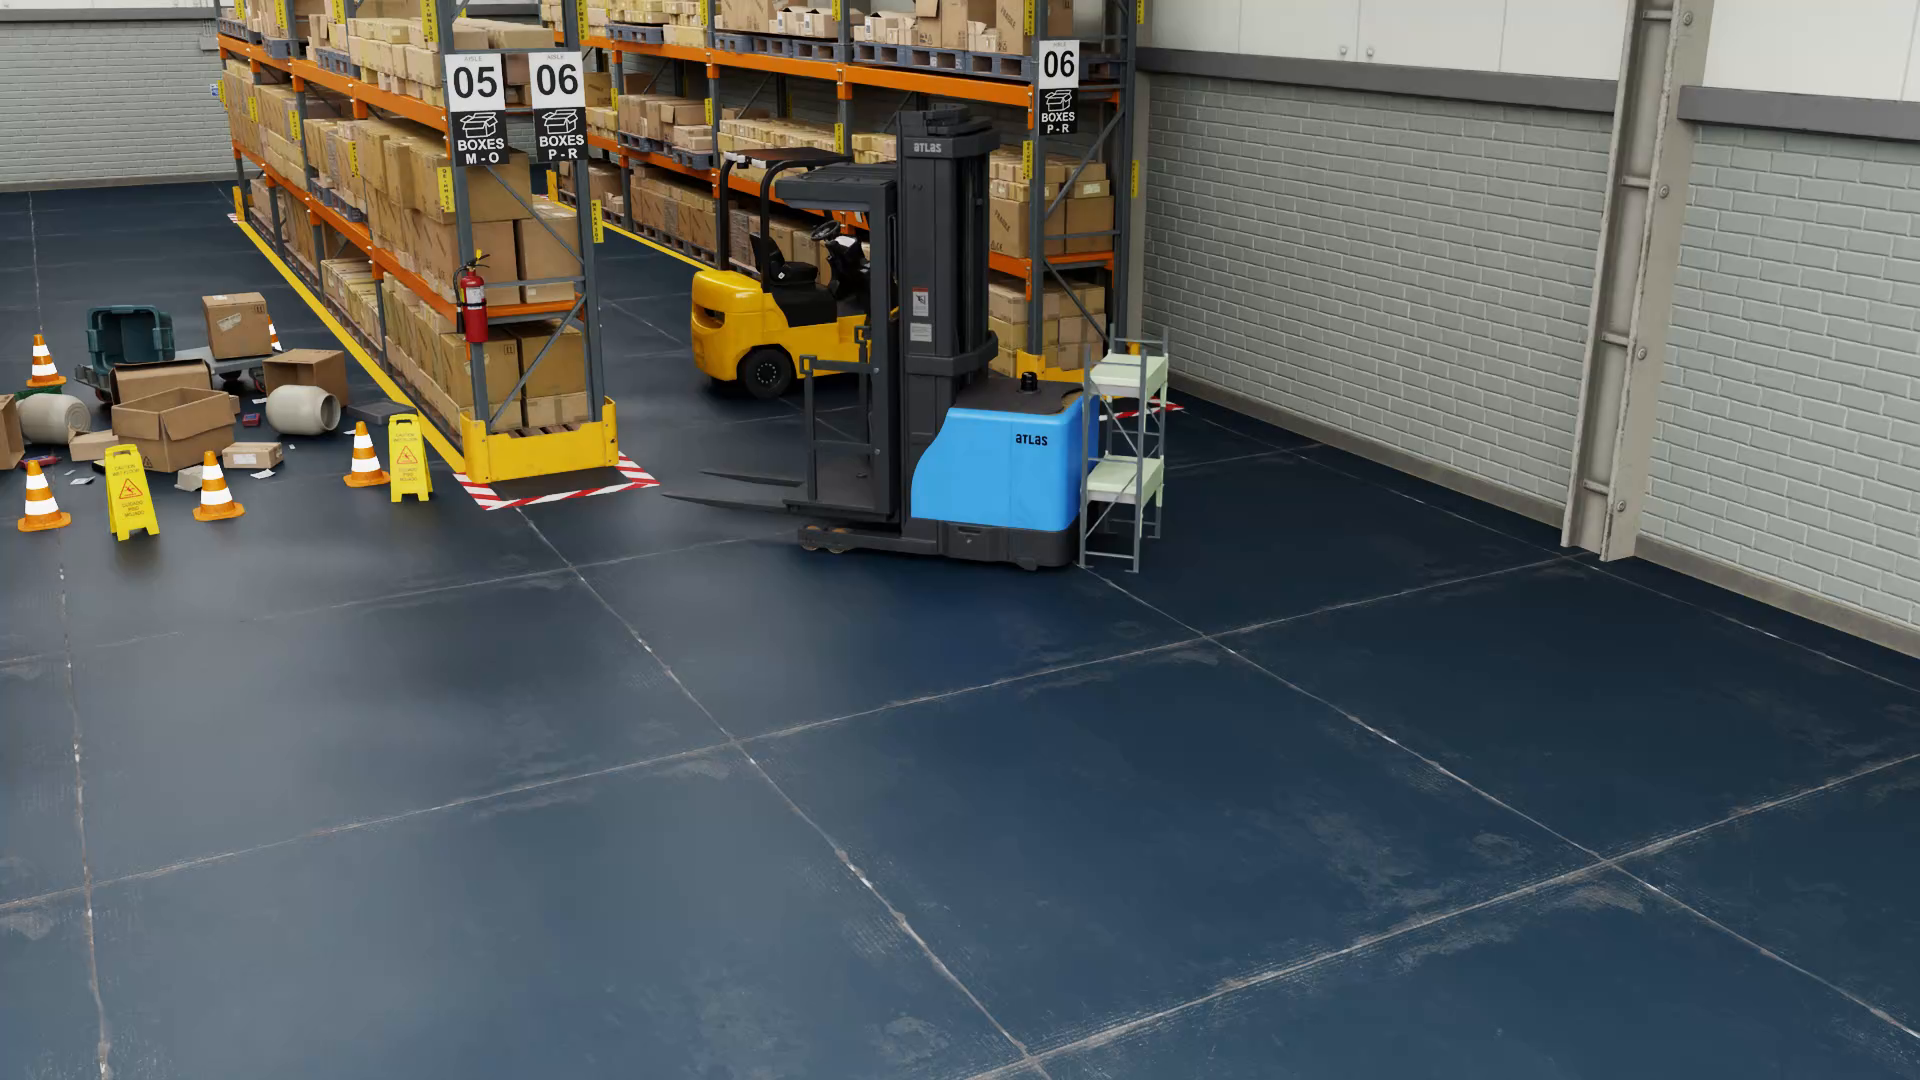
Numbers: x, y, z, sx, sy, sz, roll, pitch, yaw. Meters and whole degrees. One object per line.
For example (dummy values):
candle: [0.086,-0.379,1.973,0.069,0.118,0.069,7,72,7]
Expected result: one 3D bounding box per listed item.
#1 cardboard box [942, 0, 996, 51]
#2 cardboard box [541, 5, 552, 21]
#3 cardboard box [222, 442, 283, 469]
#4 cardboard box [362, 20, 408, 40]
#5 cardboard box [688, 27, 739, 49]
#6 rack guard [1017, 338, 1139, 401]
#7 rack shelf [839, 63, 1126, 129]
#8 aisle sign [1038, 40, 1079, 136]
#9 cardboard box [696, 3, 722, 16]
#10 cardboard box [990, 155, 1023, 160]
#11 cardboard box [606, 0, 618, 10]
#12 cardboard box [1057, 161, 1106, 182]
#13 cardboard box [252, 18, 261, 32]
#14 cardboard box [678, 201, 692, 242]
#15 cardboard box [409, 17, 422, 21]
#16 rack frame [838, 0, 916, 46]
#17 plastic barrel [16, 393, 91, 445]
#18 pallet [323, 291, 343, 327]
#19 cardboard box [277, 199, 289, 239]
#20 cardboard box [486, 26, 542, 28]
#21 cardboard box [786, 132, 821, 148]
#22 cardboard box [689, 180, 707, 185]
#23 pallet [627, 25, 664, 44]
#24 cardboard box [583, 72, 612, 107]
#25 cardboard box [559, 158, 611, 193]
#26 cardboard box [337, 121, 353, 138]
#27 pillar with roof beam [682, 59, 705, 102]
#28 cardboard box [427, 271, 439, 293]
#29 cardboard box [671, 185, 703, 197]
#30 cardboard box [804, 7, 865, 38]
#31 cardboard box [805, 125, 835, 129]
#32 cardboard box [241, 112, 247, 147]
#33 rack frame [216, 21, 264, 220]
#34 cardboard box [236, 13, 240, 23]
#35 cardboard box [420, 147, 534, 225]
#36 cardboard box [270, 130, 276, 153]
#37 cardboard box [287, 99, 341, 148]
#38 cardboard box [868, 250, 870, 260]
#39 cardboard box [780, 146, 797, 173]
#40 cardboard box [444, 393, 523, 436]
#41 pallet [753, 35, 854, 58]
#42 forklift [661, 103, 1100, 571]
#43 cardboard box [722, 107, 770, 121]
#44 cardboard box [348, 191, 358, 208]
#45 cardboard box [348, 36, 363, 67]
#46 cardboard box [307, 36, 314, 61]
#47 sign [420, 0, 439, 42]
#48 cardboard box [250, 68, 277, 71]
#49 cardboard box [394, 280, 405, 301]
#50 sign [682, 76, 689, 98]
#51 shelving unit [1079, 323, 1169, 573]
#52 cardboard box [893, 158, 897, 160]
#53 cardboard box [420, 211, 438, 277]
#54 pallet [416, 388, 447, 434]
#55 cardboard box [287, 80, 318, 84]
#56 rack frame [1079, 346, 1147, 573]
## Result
cardboard box: [0.255,-4.844,15.522,0.700,0.500,0.500,-10,21,-26]
cardboard box: [-6.549,-8.645,27.262,0.500,0.250,0.500,-10,22,-27]
cardboard box: [-5.688,-0.680,13.374,0.380,0.149,0.250,1,19,2]
cardboard box: [-4.958,-4.421,14.409,0.380,0.149,0.250,-10,21,-27]
cardboard box: [-3.178,-6.488,21.465,0.500,0.250,0.500,-11,22,-28]
rack guard: [1.090,-1.546,15.345,1.175,0.500,0.348,-10,21,-27]
rack shelf: [0.129,-4.386,16.249,1.077,0.370,4.000,-10,21,-27]
aisle sign: [0.851,-3.899,14.346,0.394,0.787,0.004,-10,21,-27]
cardboard box: [-3.144,-6.760,21.187,0.380,0.149,0.250,-9,21,-25]
cardboard box: [0.377,-3.519,15.627,0.380,0.149,0.250,-10,21,-26]
cardboard box: [-4.864,-7.711,23.913,0.380,0.149,0.250,-9,21,-25]
cardboard box: [1.107,-3.358,15.162,0.380,0.149,0.250,-10,22,-28]
cardboard box: [-8.694,-6.498,20.979,0.380,0.166,0.250,-12,22,-30]
cardboard box: [-3.590,-4.431,23.062,0.500,0.500,0.500,-9,21,-24]
cardboard box: [-4.845,-4.732,15.309,0.380,0.149,0.250,-9,21,-26]
rack frame: [-0.821,-6.718,17.306,1.000,3.000,0.127,-10,21,-27]
plastic barrel: [-7.607,-1.011,13.912,0.512,0.421,0.421,4,19,11]
pallet: [-6.717,-2.718,19.185,1.003,0.211,1.213,-10,21,-27]
cardboard box: [-9.190,-4.593,23.629,0.875,0.438,0.875,-10,22,-27]
cardboard box: [-3.476,-3.925,12.973,0.380,0.149,0.250,-10,21,-27]
cardboard box: [-1.812,-4.662,19.397,0.380,0.149,0.250,-10,21,-26]
cardboard box: [-3.711,-5.142,24.127,0.380,0.149,0.250,-9,21,-25]
pallet: [-3.877,-7.013,23.046,1.213,0.211,1.003,-10,21,-27]
cardboard box: [-5.828,-7.149,26.375,0.500,0.500,0.500,-9,21,-25]
cardboard box: [-6.312,-6.156,28.055,0.797,0.503,0.637,-11,22,-29]
cardboard box: [-6.095,-4.174,16.882,0.380,0.149,0.250,-11,22,-29]
pillar with roof beam: [-7.946,-8.688,23.013,9.100,9.000,0.400,-10,21,-27]
cardboard box: [-4.124,-2.122,13.566,0.380,0.149,0.250,-10,21,-26]
cardboard box: [-3.855,-4.920,23.486,0.380,0.149,0.250,-10,21,-26]
cardboard box: [-1.379,-5.674,18.218,0.500,0.311,0.500,-11,22,-28]
cardboard box: [-1.671,-4.976,20.305,0.380,0.149,0.250,-10,22,-28]
cardboard box: [-10.168,-5.992,24.243,0.500,0.500,0.500,-9,21,-25]
rack frame: [-10.886,-6.557,26.036,1.000,3.000,0.127,-10,21,-27]
cardboard box: [-9.697,-7.164,22.783,0.380,0.149,0.250,-9,21,-25]
cardboard box: [-3.723,-2.738,12.825,0.700,0.500,0.500,-11,22,-28]
cardboard box: [-8.537,-5.110,21.306,0.500,0.250,0.500,-10,21,-26]
cardboard box: [-7.563,-4.889,19.514,0.500,0.500,0.500,-11,22,-28]
cardboard box: [-0.634,-2.918,17.528,0.500,0.250,0.500,-10,21,-27]
cardboard box: [-1.768,-4.444,19.374,0.500,0.250,0.500,-10,21,-26]
cardboard box: [-3.920,-1.060,13.677,0.500,0.250,0.500,-10,21,-27]
pallet: [-1.786,-5.858,19.700,1.003,0.211,1.213,-9,21,-24]
forklift: [-0.598,-1.450,11.339,3.031,2.935,1.130,6,20,17]
cardboard box: [-2.827,-5.449,22.026,0.500,0.500,0.500,-9,21,-24]
cardboard box: [-5.939,-3.444,16.756,0.380,0.149,0.250,-10,22,-28]
cardboard box: [-5.220,-4.432,15.051,0.500,0.250,0.500,-10,22,-28]
cardboard box: [-6.966,-5.425,18.363,0.396,0.266,0.258,-10,21,-27]
sign: [-3.786,-3.721,11.859,0.100,0.325,0.005,-10,21,-27]
cardboard box: [-9.688,-6.510,23.219,0.380,0.149,0.250,-10,21,-27]
cardboard box: [-4.893,-2.269,15.036,0.380,0.149,0.250,-9,21,-25]
sign: [-4.133,-6.813,25.003,0.100,0.325,0.005,-10,21,-27]
shelving unit: [1.101,-0.626,11.145,0.431,1.500,0.755,6,20,17]
cardboard box: [-0.454,-3.802,16.903,0.380,0.149,0.250,-10,22,-27]
cardboard box: [-4.022,-2.410,13.407,0.500,0.500,0.500,-10,21,-27]
pallet: [-4.254,-1.256,14.949,1.003,0.211,1.213,-10,21,-27]
cardboard box: [-9.000,-6.103,23.034,0.500,0.500,0.500,-10,21,-26]
rack frame: [0.991,-0.512,10.815,0.400,1.500,0.023,6,20,17]
